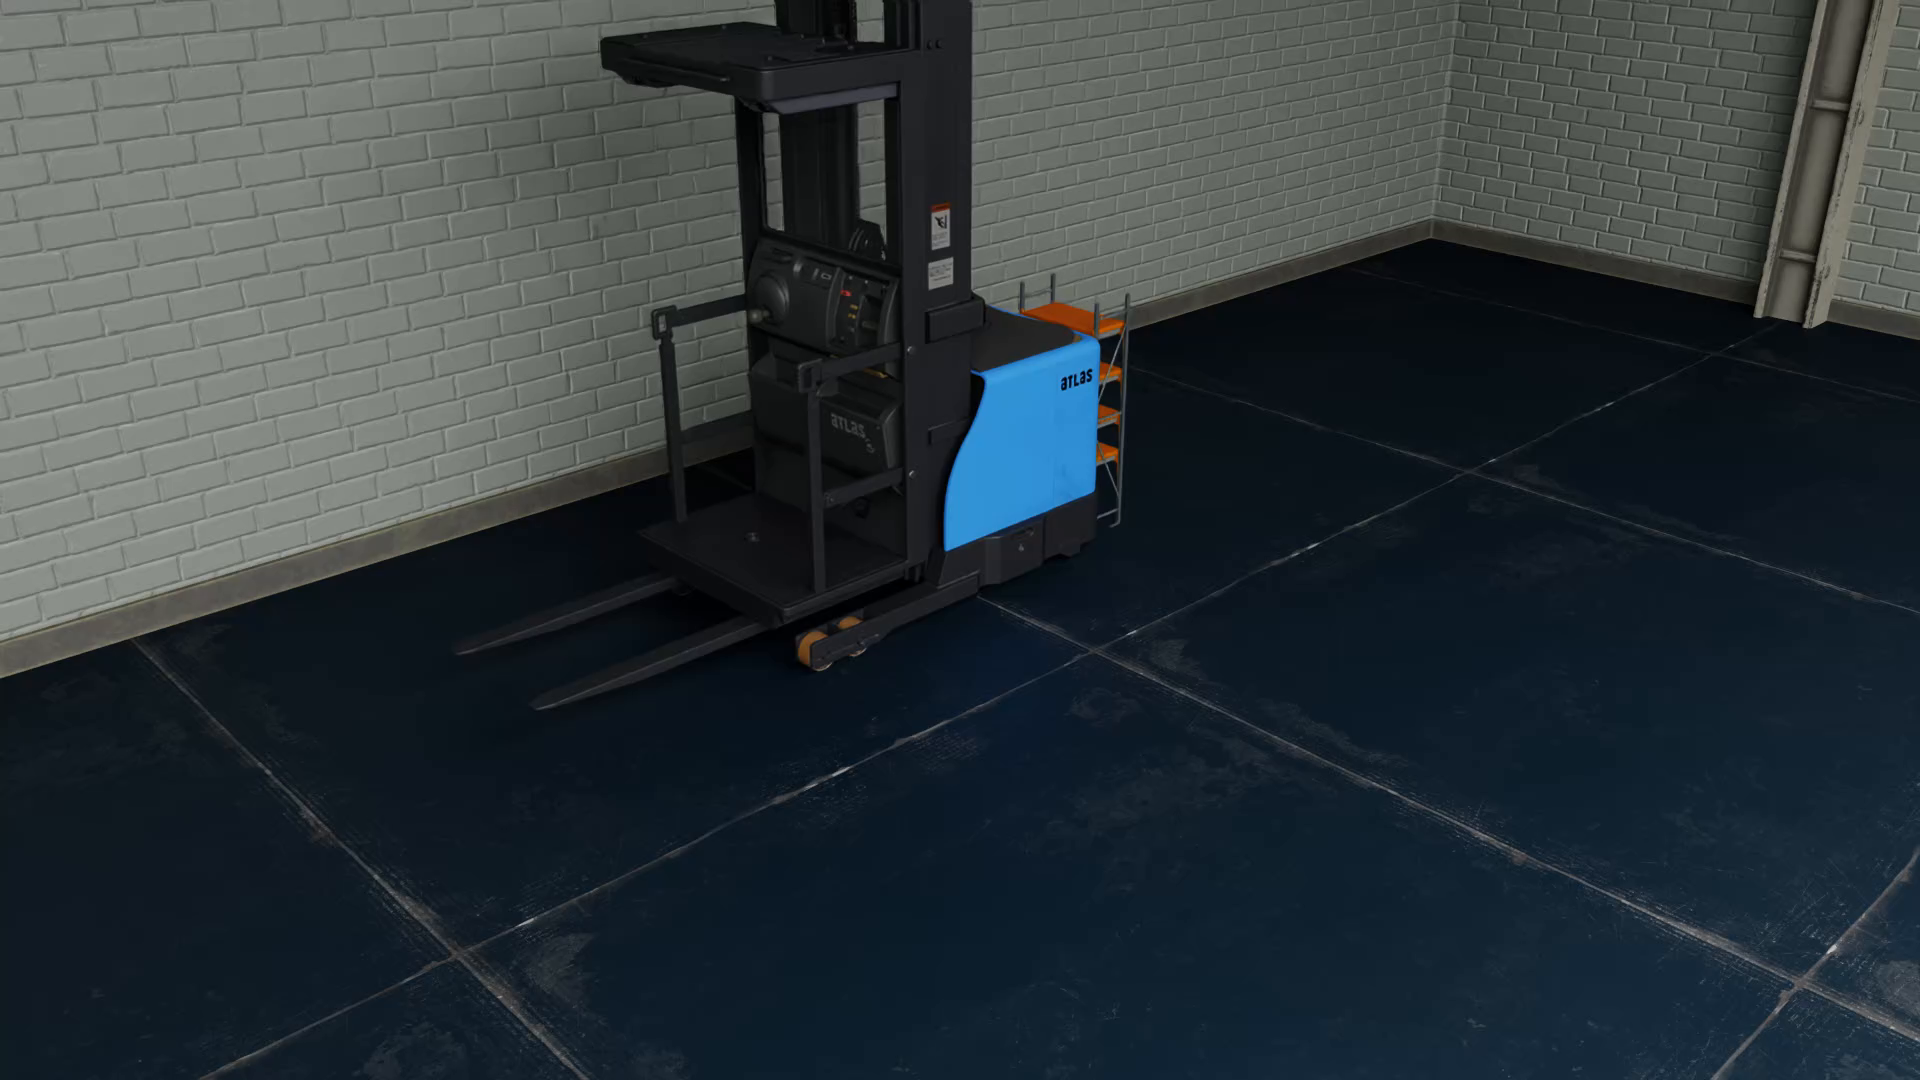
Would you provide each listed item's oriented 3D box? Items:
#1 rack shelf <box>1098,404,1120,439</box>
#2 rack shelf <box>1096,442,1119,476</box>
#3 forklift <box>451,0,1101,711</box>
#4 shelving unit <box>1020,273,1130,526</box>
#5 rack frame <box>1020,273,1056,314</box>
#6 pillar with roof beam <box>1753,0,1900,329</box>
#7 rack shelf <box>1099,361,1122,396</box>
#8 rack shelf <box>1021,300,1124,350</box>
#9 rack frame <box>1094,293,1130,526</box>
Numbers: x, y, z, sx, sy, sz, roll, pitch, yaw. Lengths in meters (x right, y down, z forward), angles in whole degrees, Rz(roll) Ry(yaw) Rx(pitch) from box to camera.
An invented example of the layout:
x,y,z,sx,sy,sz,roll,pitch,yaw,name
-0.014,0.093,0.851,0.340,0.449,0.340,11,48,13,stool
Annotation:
x,y,z,sx,sy,sz,roll,pitch,yaw,name
0.553,-0.609,8.301,0.258,0.148,0.480,-22,32,-39,rack shelf
0.553,-0.428,8.384,0.258,0.148,0.480,-22,32,-39,rack shelf
-0.743,-1.021,6.957,3.031,2.935,1.130,-22,32,-39,forklift
0.553,-0.670,8.274,0.258,1.200,0.503,-22,32,-39,shelving unit
0.384,-0.744,8.434,0.240,1.200,0.015,-22,32,-39,rack frame
2.680,-4.429,7.117,9.100,9.000,0.400,-21,32,-38,pillar with roof beam
0.553,-0.813,8.209,0.258,0.148,0.480,-22,32,-39,rack shelf
0.553,-1.028,8.111,0.258,0.148,0.480,-22,32,-39,rack shelf
0.722,-0.597,8.113,0.240,1.200,0.015,-22,32,-39,rack frame
